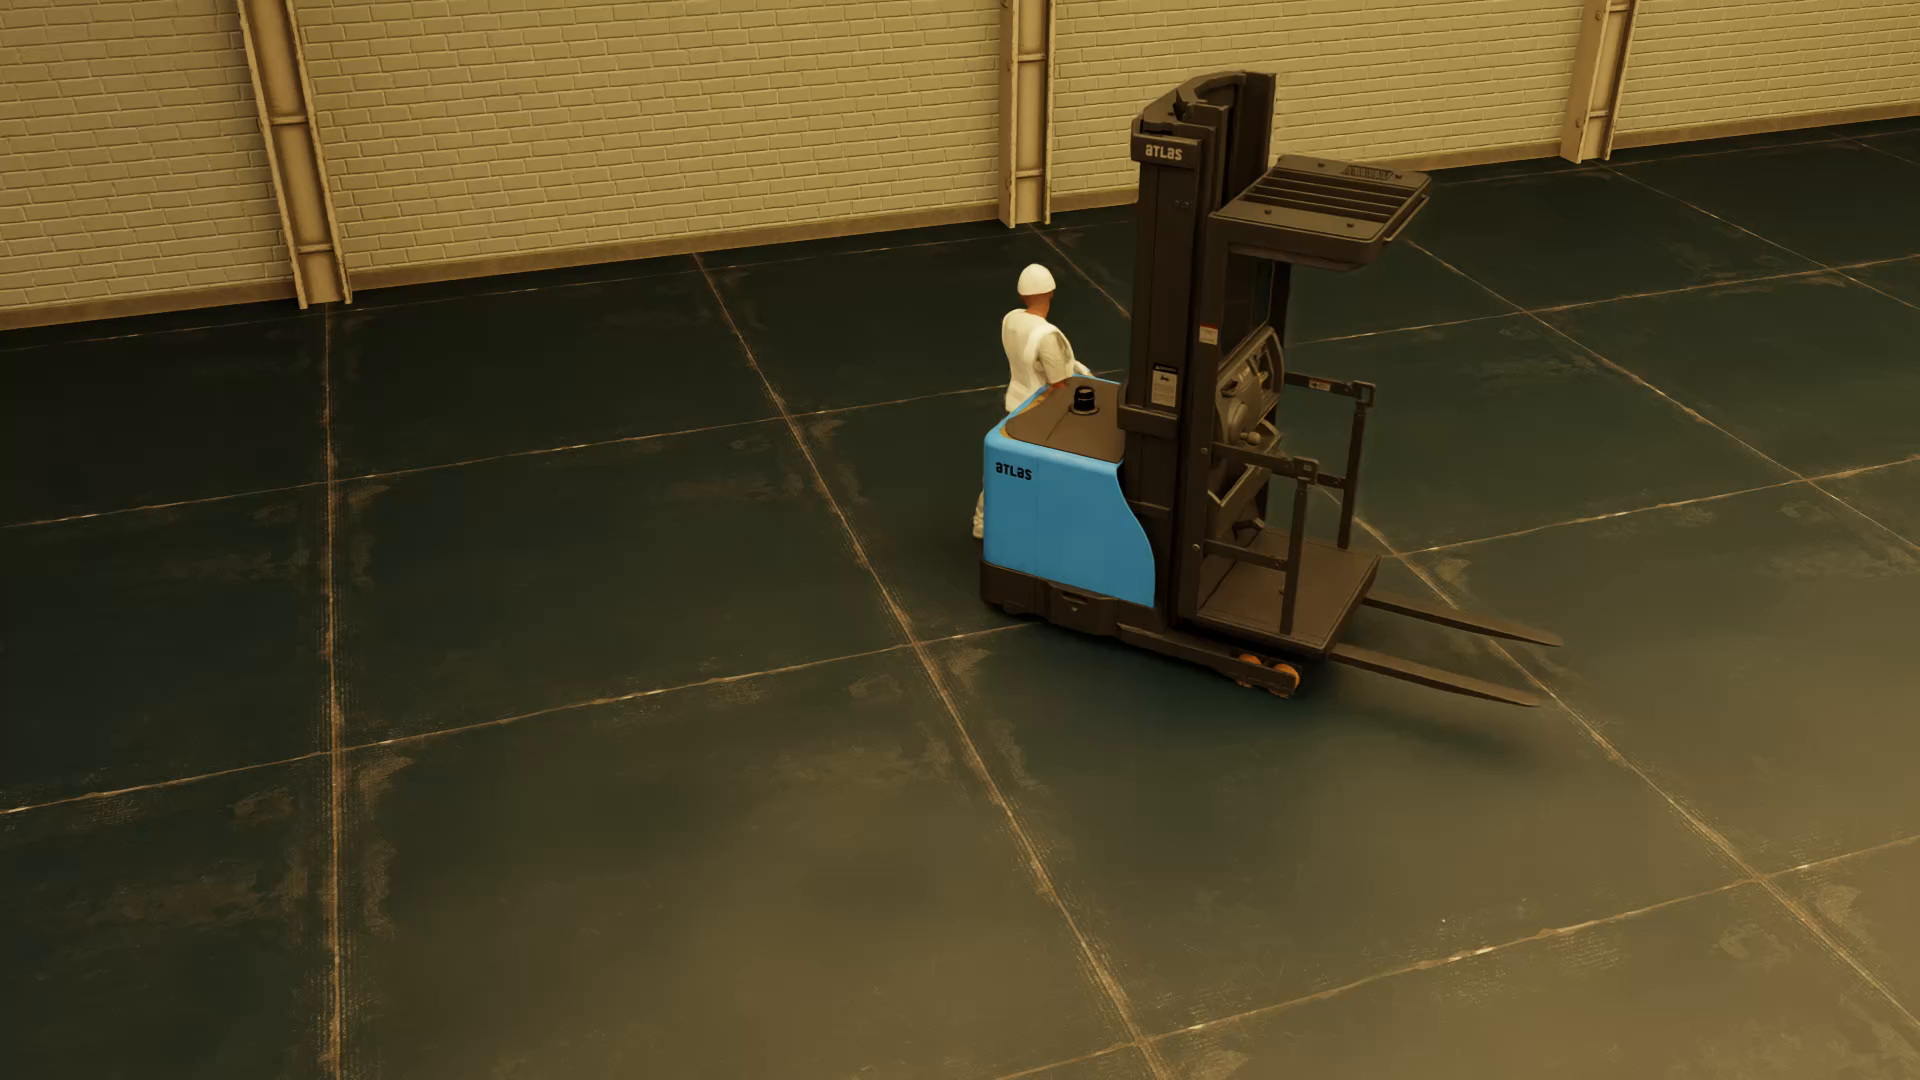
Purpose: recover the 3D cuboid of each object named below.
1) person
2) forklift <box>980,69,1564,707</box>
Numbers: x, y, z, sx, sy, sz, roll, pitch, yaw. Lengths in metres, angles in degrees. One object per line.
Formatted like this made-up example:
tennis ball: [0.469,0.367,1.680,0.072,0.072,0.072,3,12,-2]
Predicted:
person: [0.539,-0.755,9.650,0.823,1.719,0.727,-18,35,-29]
forklift: [1.659,-0.763,8.412,3.031,2.935,1.130,15,33,24]
